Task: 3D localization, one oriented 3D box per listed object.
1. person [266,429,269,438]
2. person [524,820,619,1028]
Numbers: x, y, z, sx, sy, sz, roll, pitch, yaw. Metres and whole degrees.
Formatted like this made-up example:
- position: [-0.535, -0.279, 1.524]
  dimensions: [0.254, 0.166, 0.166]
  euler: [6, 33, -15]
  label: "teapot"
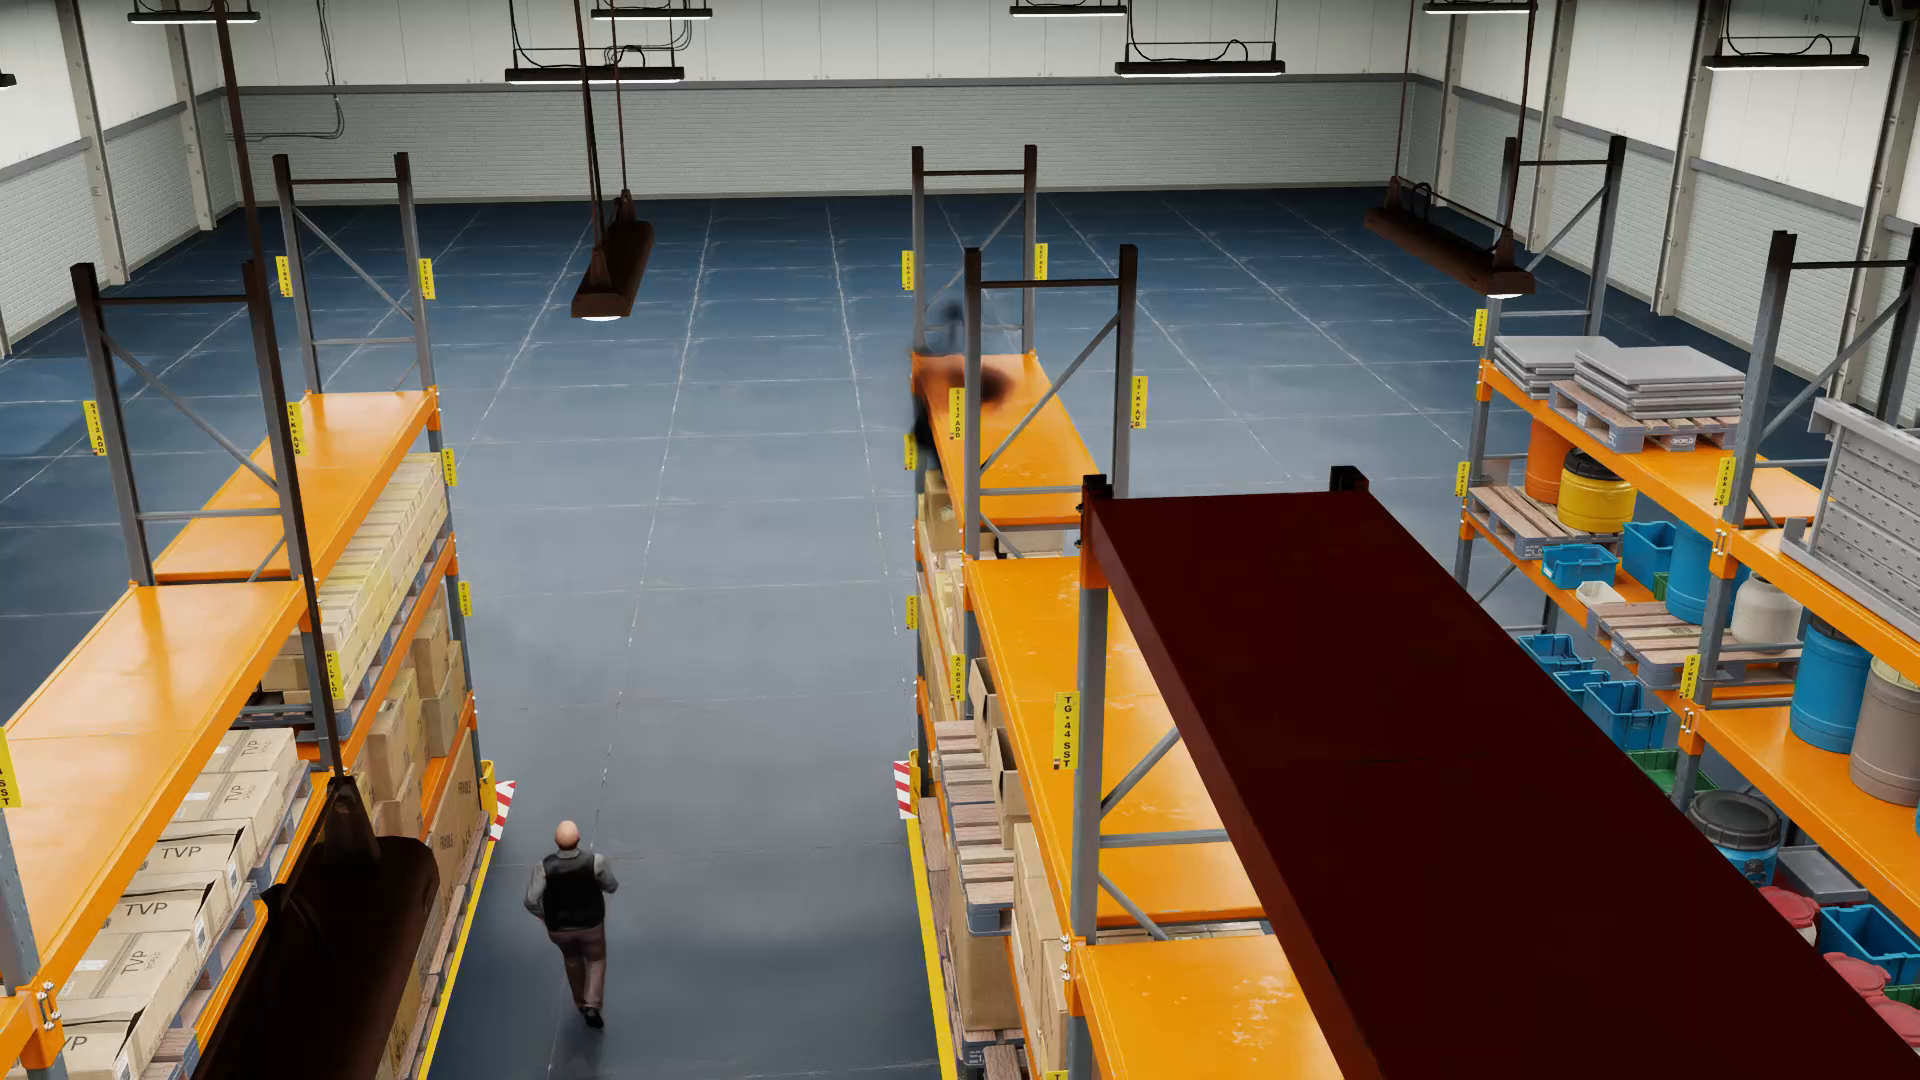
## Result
- position: [-8.434, -0.574, 20.814]
  dimensions: [0.780, 1.737, 0.564]
  euler: [15, 26, 33]
  label: "person"
- position: [-2.817, 2.825, 12.189]
  dimensions: [0.665, 1.693, 0.775]
  euler: [-4, 22, -9]
  label: "person"
